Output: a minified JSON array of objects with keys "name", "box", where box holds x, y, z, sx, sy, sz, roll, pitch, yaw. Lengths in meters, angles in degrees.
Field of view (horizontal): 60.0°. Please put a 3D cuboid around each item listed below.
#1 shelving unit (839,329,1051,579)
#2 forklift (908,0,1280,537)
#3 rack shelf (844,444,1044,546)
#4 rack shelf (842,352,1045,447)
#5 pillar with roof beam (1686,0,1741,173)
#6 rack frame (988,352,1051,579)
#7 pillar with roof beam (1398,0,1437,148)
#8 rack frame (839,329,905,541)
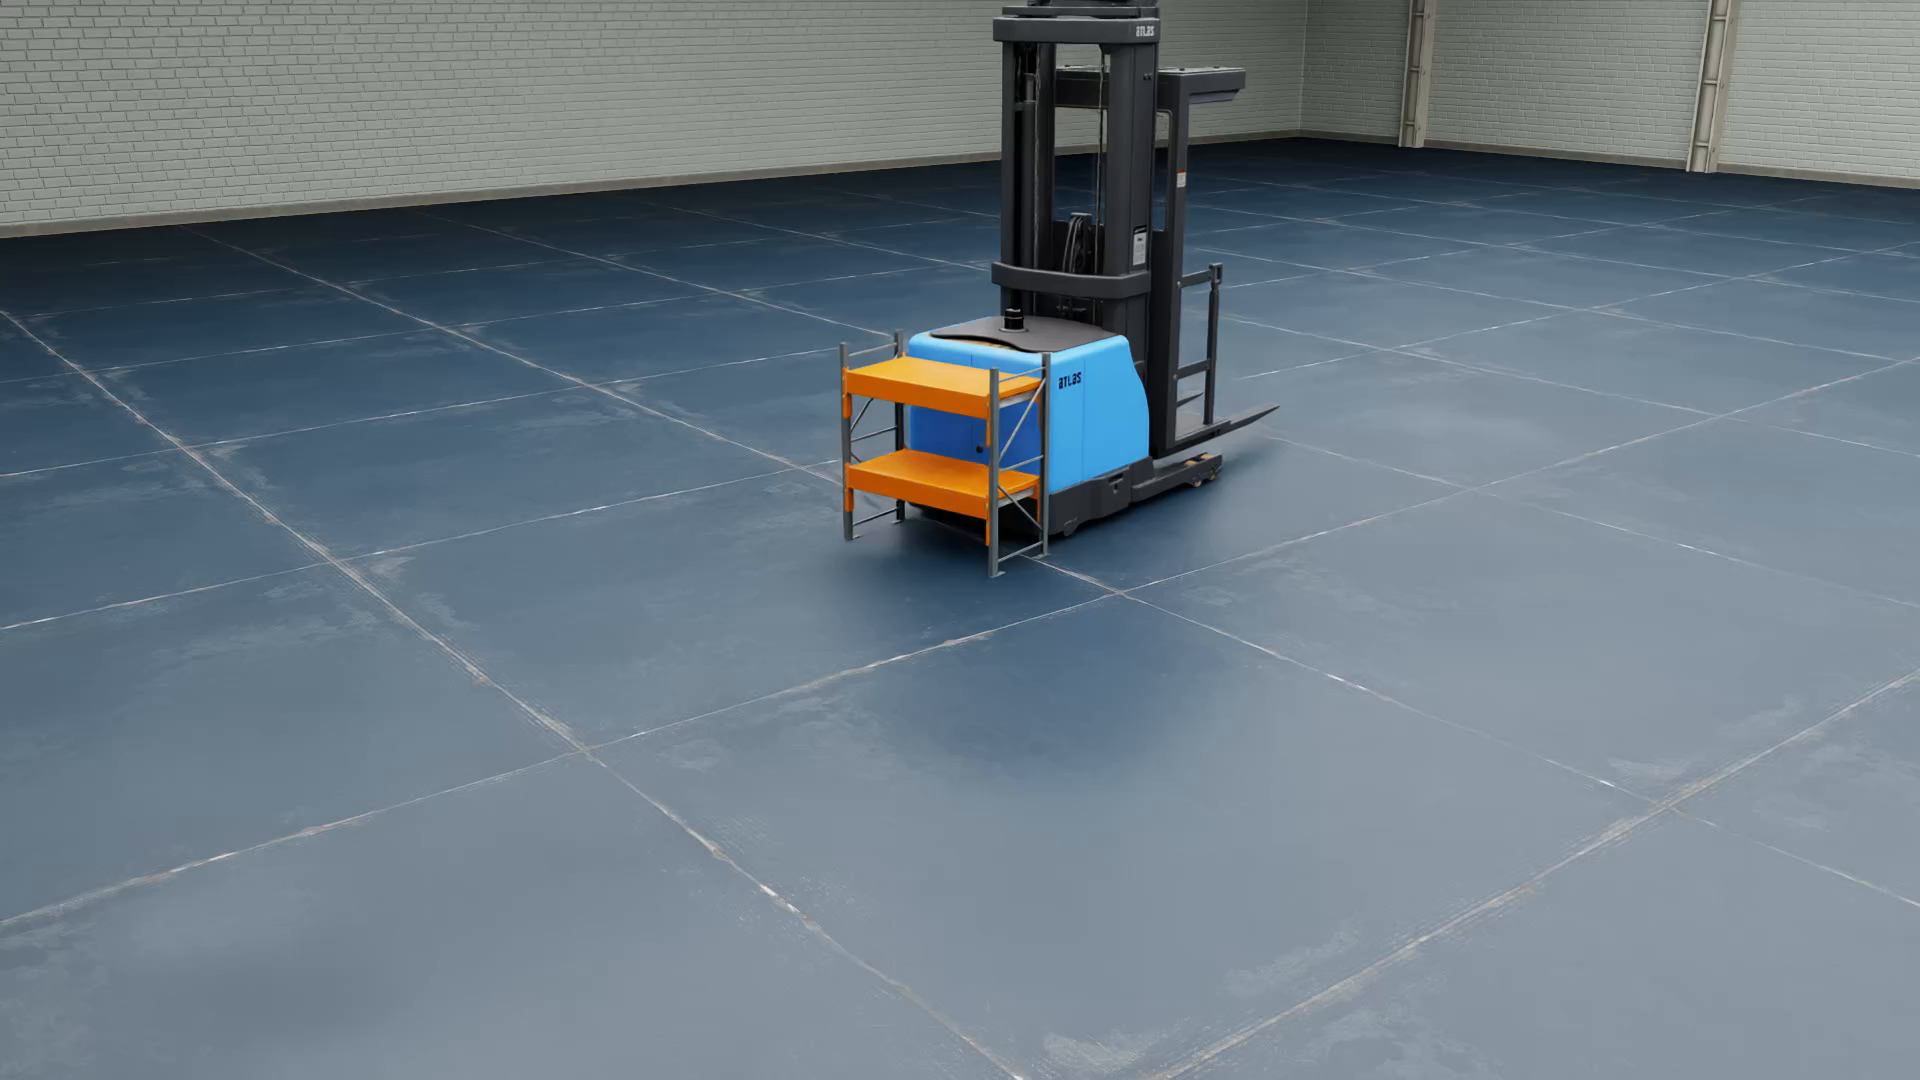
[{"name":"shelving unit","box":[-0.087,-0.492,9.060,1.048,1.125,0.538,14,23,36]},{"name":"forklift","box":[1.003,-1.806,10.153,1.130,2.935,3.031,14,23,36]},{"name":"rack shelf","box":[-0.087,-0.260,9.136,1.000,0.278,0.538,14,23,36]},{"name":"rack shelf","box":[-0.087,-0.770,8.968,1.000,0.278,0.538,14,23,36]},{"name":"pillar with roof beam","box":[9.247,-9.707,24.361,9.100,9.000,0.400,-14,23,-36]},{"name":"rack frame","box":[0.314,-0.394,8.763,0.032,1.125,0.500,14,23,36]},{"name":"pillar with roof beam","box":[5.521,-11.185,28.826,9.100,9.000,0.400,-14,23,-36]},{"name":"rack frame","box":[-0.487,-0.590,9.356,0.032,1.125,0.500,14,23,36]}]
